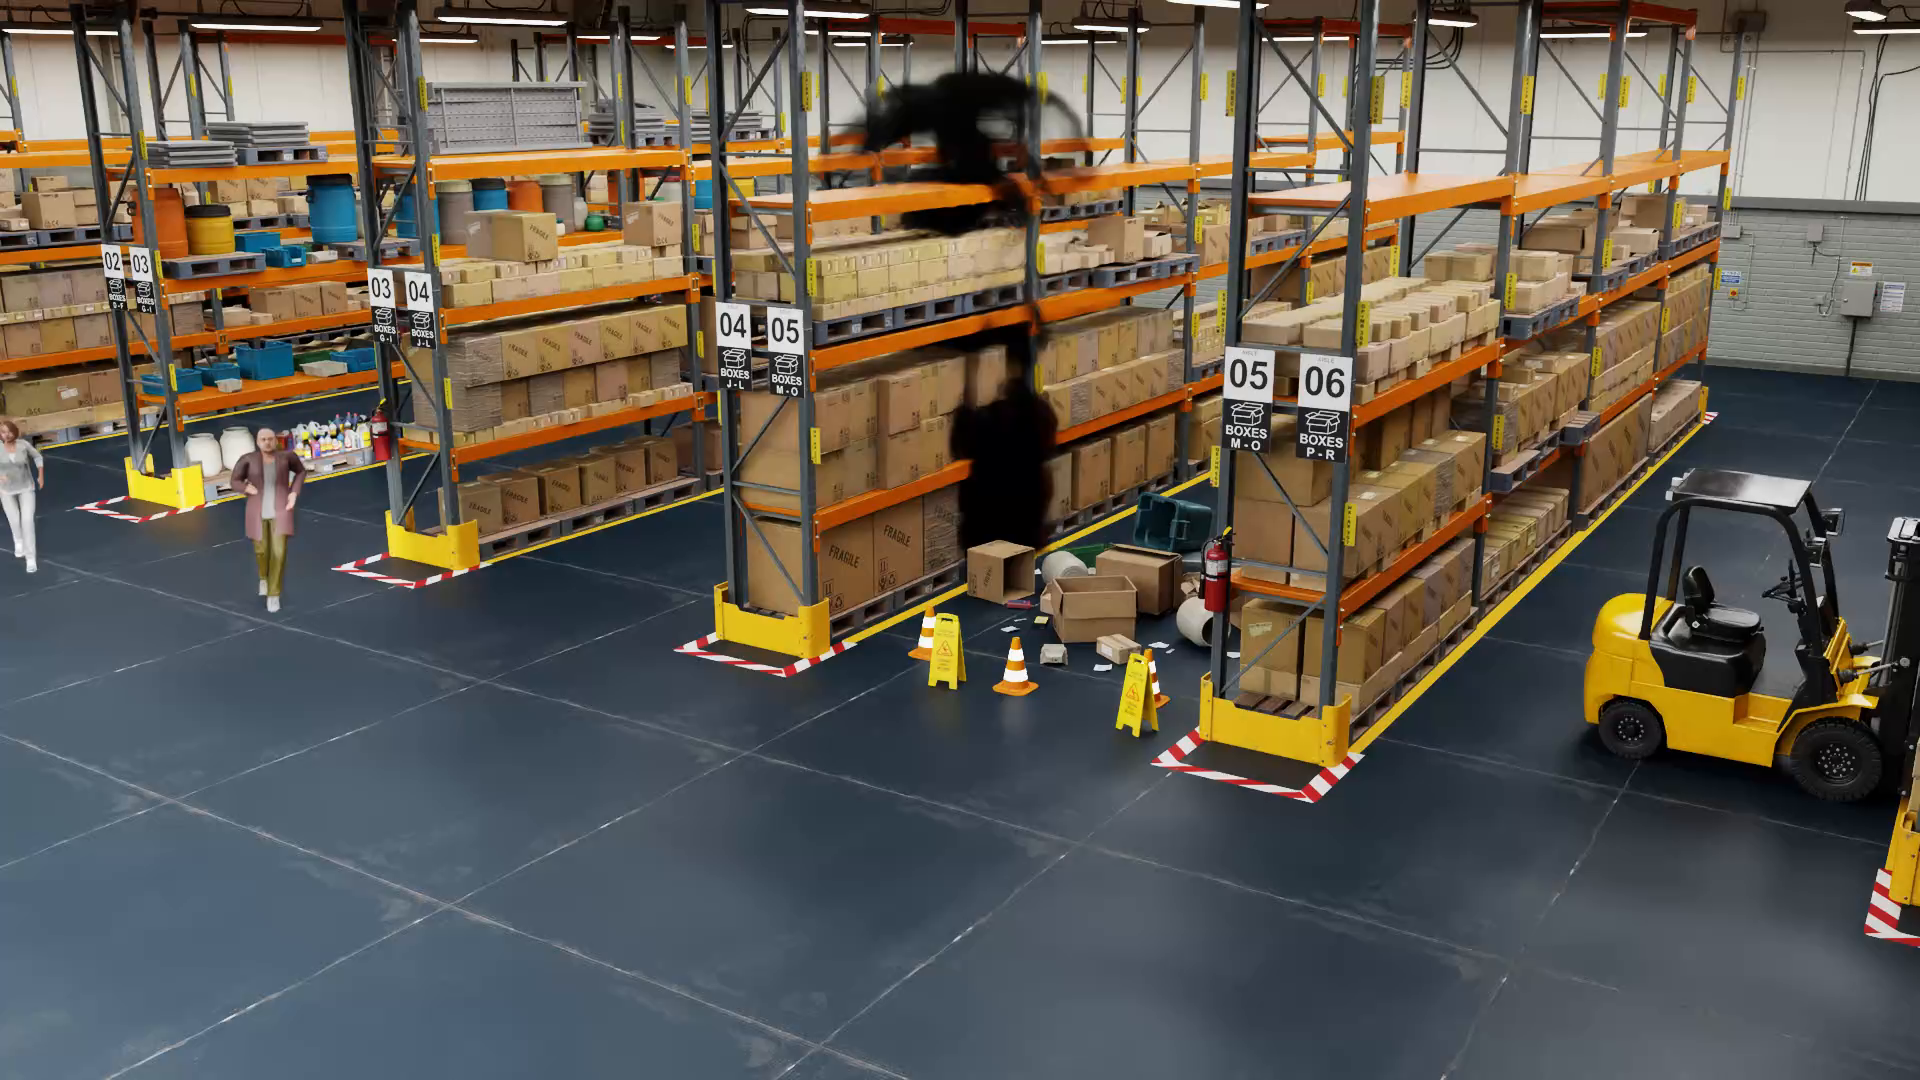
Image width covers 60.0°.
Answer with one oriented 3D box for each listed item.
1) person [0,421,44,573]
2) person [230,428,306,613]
[{"bbox_3d":[-10.226,-0.508,18.057,0.561,1.624,0.777,-8,17,-26],"label":"person"},{"bbox_3d":[-6.949,-0.234,16.798,0.702,1.839,0.847,-4,16,-16],"label":"person"}]
